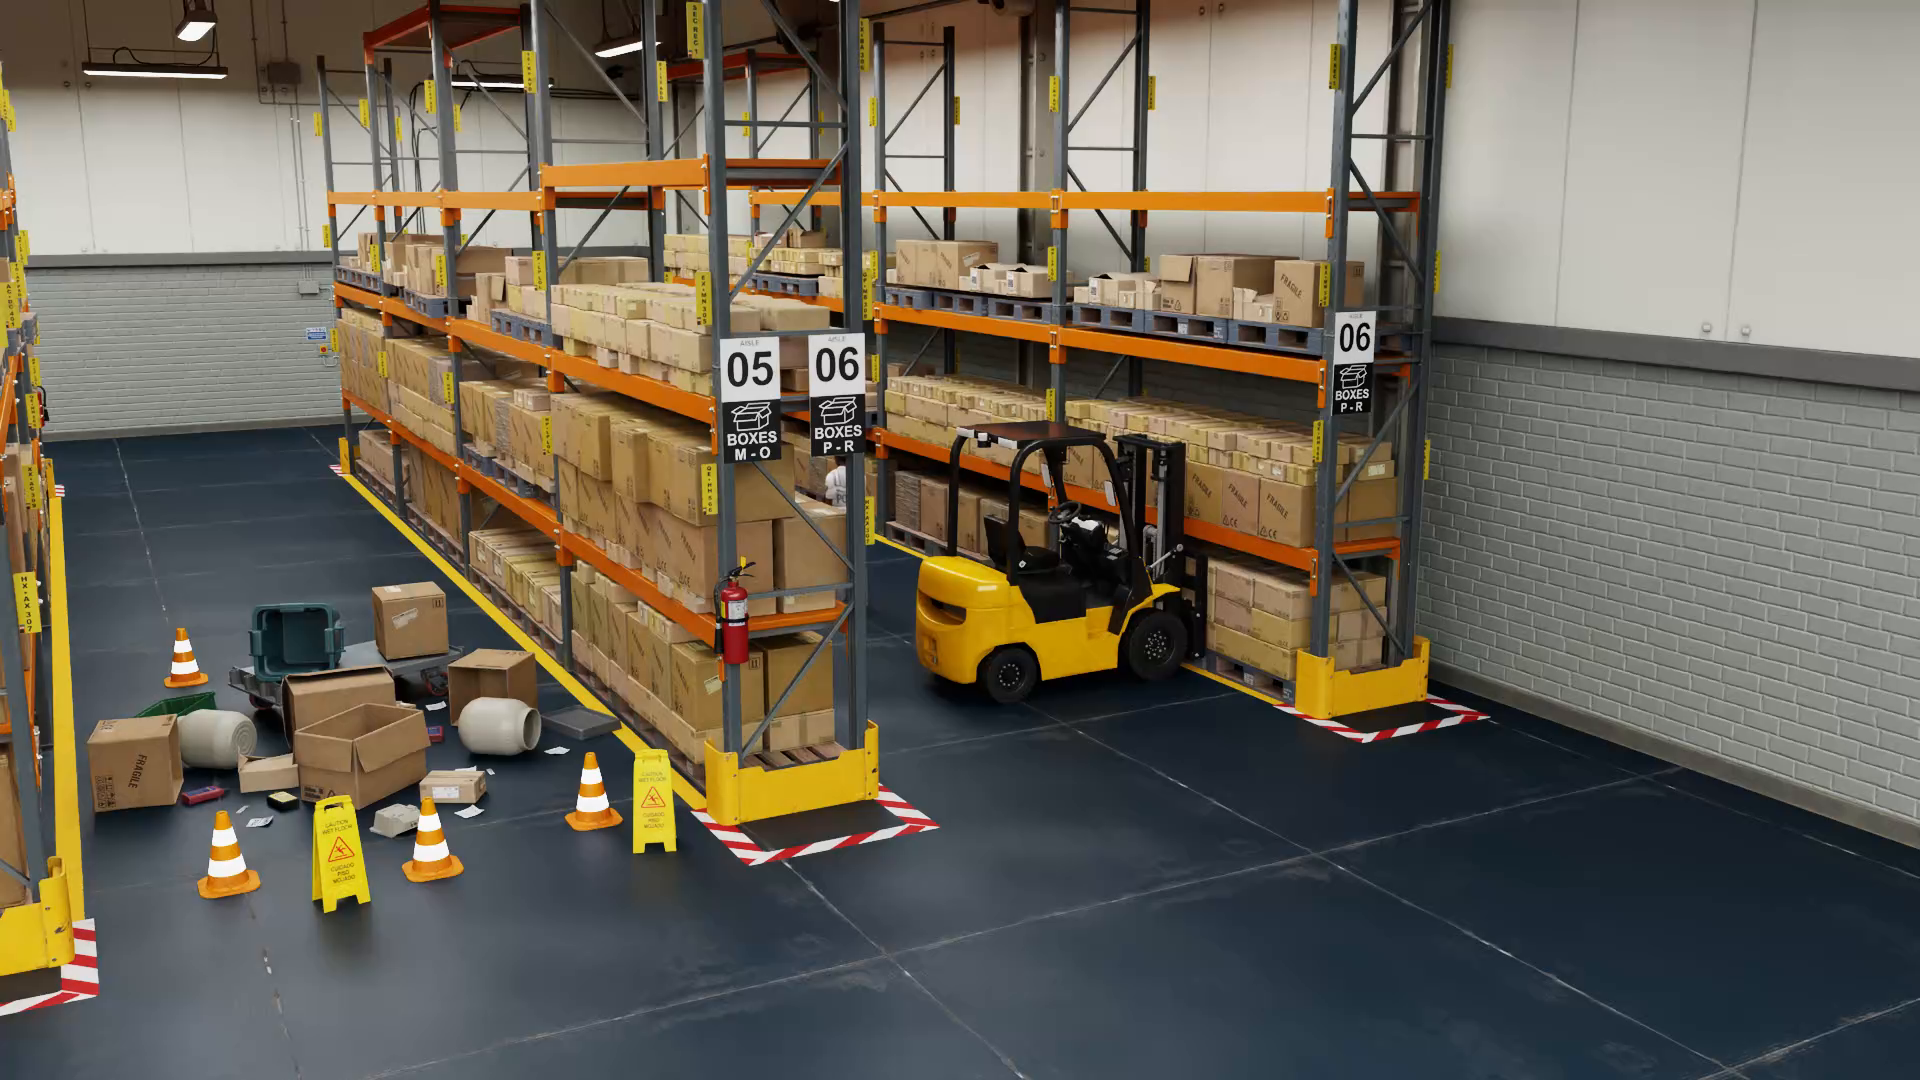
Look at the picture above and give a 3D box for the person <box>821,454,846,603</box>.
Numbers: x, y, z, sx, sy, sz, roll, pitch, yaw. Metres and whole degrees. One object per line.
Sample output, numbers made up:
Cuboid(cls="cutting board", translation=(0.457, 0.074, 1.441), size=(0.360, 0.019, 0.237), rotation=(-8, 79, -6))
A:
Cuboid(cls="person", translation=(-1.184, -0.100, 16.710), size=(0.476, 1.564, 0.541), rotation=(-6, 13, -27))
